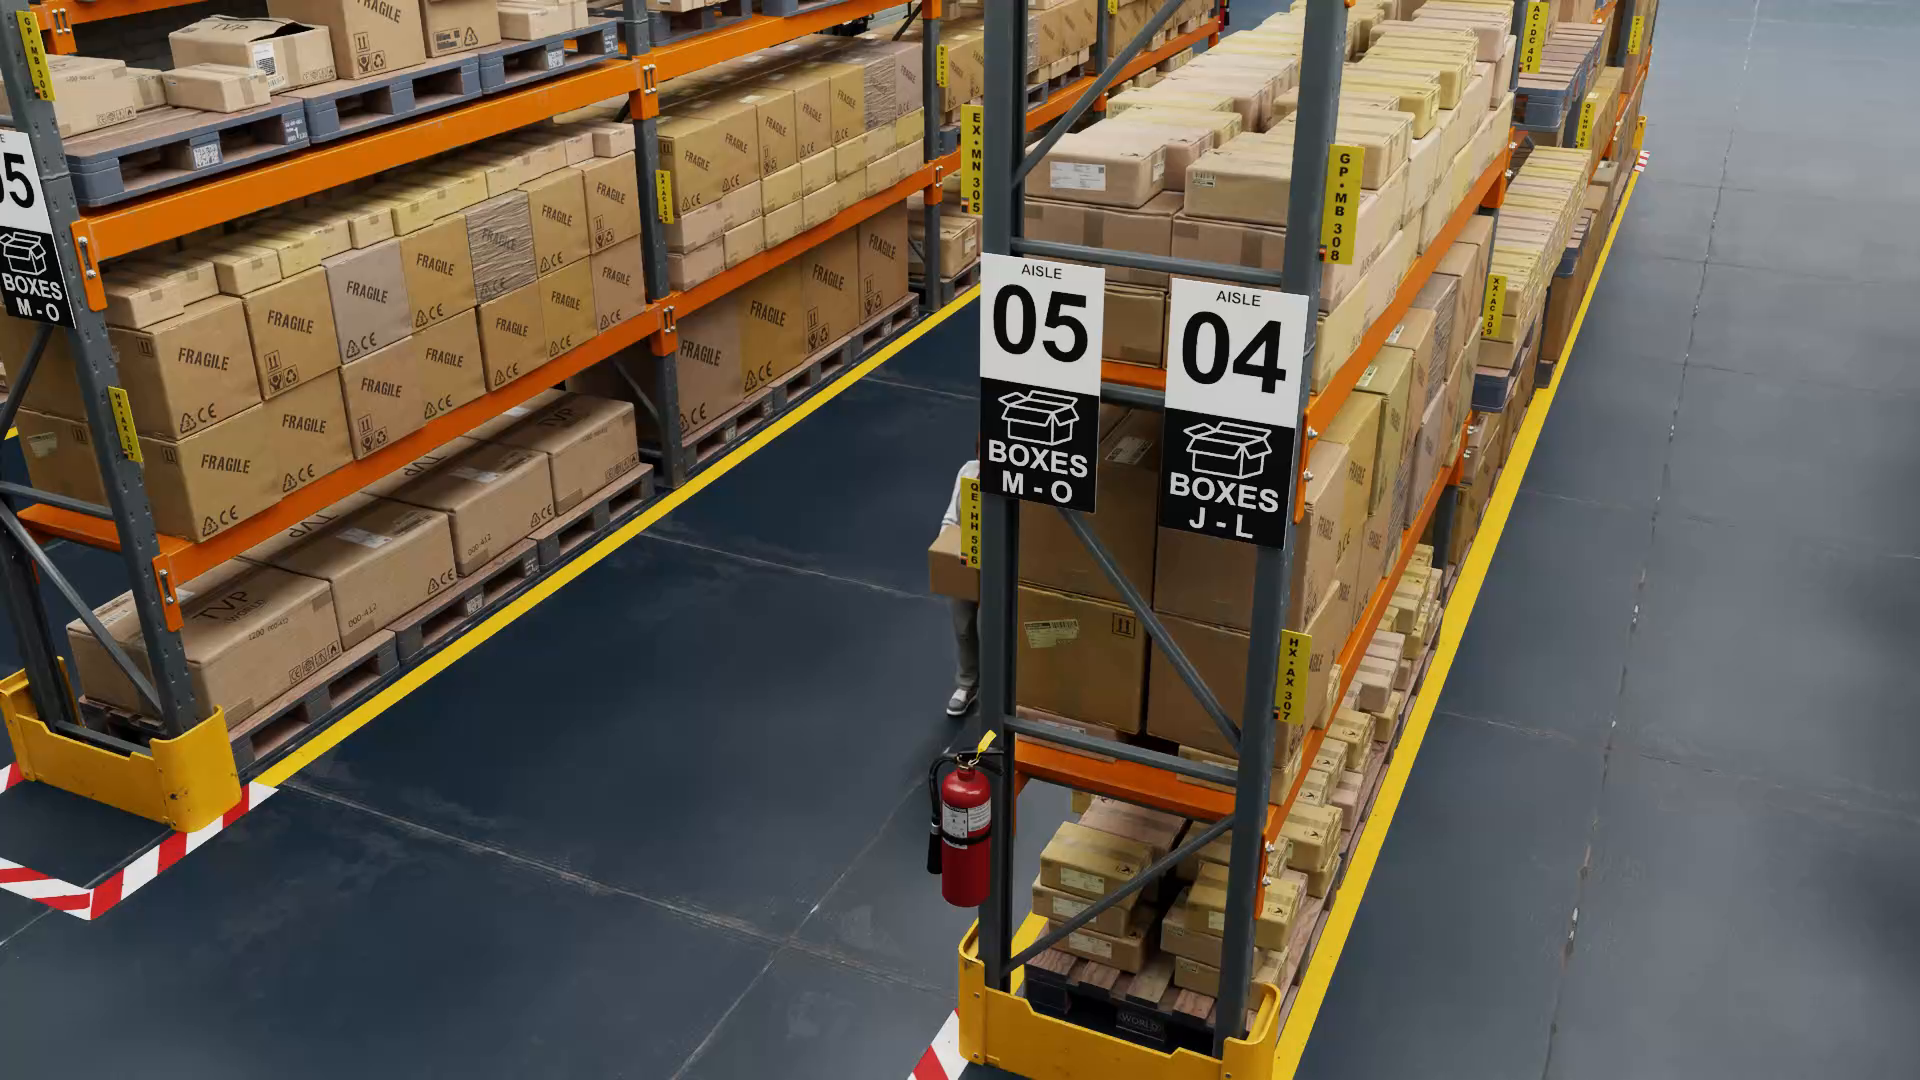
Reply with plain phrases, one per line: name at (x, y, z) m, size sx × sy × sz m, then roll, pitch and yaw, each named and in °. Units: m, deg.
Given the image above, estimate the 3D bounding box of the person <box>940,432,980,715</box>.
person at (0.097, 0.195, 8.241) m, size 0.407 × 1.588 × 0.500 m, roll 11°, pitch 29°, yaw 21°
